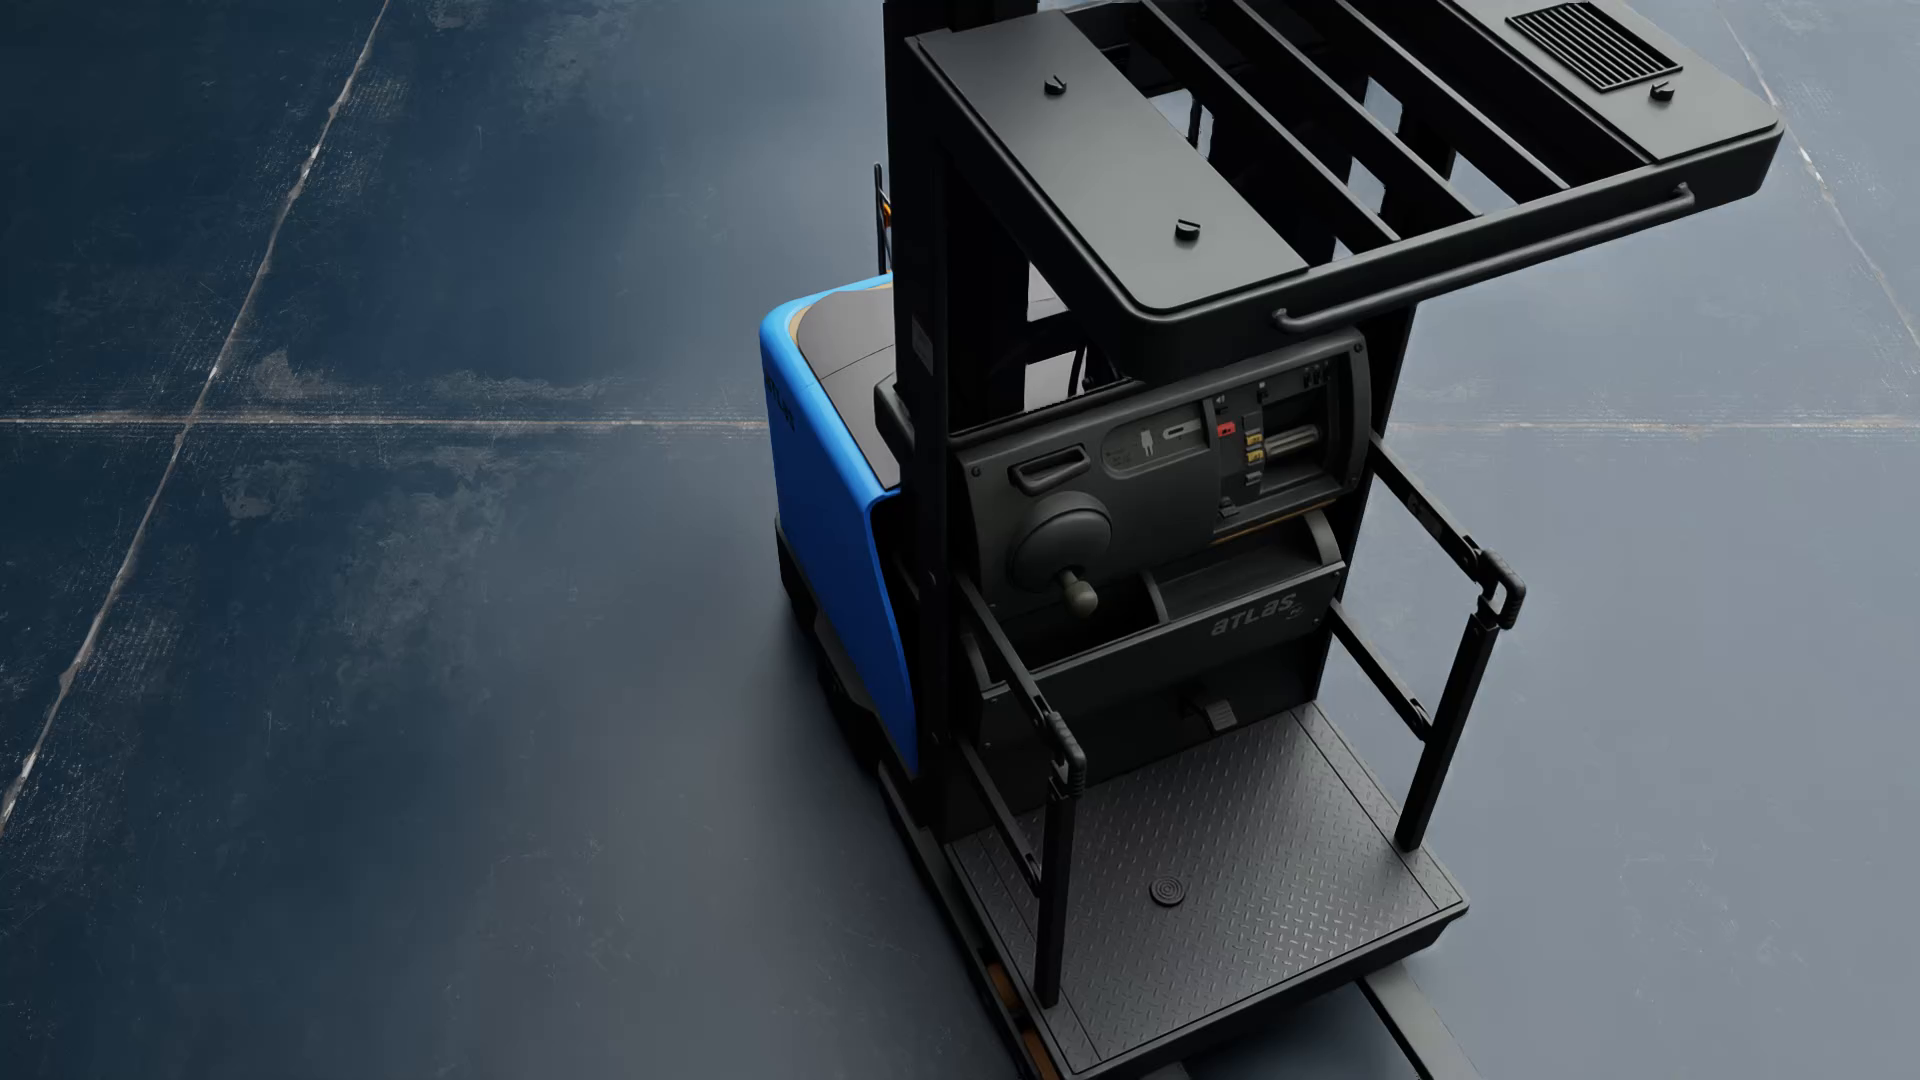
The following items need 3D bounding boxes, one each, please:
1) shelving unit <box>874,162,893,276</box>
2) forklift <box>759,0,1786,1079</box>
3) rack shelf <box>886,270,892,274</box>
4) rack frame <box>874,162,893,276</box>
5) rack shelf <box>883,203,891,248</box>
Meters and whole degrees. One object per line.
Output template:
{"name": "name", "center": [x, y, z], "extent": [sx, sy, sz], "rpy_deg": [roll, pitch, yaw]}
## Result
{"name": "shelving unit", "center": [0.042, -0.624, 5.011], "extent": [0.503, 1.200, 0.258], "rpy_deg": [-19, 50, -17]}
{"name": "forklift", "center": [0.532, -0.039, 3.284], "extent": [1.130, 2.935, 3.031], "rpy_deg": [-19, 50, -17]}
{"name": "rack shelf", "center": [0.041, -0.731, 4.897], "extent": [0.480, 0.148, 0.258], "rpy_deg": [-19, 50, -17]}
{"name": "rack frame", "center": [-0.180, -0.550, 4.942], "extent": [0.015, 1.200, 0.240], "rpy_deg": [-19, 50, -17]}
{"name": "rack shelf", "center": [0.041, -0.892, 4.724], "extent": [0.480, 0.148, 0.258], "rpy_deg": [-19, 50, -17]}
